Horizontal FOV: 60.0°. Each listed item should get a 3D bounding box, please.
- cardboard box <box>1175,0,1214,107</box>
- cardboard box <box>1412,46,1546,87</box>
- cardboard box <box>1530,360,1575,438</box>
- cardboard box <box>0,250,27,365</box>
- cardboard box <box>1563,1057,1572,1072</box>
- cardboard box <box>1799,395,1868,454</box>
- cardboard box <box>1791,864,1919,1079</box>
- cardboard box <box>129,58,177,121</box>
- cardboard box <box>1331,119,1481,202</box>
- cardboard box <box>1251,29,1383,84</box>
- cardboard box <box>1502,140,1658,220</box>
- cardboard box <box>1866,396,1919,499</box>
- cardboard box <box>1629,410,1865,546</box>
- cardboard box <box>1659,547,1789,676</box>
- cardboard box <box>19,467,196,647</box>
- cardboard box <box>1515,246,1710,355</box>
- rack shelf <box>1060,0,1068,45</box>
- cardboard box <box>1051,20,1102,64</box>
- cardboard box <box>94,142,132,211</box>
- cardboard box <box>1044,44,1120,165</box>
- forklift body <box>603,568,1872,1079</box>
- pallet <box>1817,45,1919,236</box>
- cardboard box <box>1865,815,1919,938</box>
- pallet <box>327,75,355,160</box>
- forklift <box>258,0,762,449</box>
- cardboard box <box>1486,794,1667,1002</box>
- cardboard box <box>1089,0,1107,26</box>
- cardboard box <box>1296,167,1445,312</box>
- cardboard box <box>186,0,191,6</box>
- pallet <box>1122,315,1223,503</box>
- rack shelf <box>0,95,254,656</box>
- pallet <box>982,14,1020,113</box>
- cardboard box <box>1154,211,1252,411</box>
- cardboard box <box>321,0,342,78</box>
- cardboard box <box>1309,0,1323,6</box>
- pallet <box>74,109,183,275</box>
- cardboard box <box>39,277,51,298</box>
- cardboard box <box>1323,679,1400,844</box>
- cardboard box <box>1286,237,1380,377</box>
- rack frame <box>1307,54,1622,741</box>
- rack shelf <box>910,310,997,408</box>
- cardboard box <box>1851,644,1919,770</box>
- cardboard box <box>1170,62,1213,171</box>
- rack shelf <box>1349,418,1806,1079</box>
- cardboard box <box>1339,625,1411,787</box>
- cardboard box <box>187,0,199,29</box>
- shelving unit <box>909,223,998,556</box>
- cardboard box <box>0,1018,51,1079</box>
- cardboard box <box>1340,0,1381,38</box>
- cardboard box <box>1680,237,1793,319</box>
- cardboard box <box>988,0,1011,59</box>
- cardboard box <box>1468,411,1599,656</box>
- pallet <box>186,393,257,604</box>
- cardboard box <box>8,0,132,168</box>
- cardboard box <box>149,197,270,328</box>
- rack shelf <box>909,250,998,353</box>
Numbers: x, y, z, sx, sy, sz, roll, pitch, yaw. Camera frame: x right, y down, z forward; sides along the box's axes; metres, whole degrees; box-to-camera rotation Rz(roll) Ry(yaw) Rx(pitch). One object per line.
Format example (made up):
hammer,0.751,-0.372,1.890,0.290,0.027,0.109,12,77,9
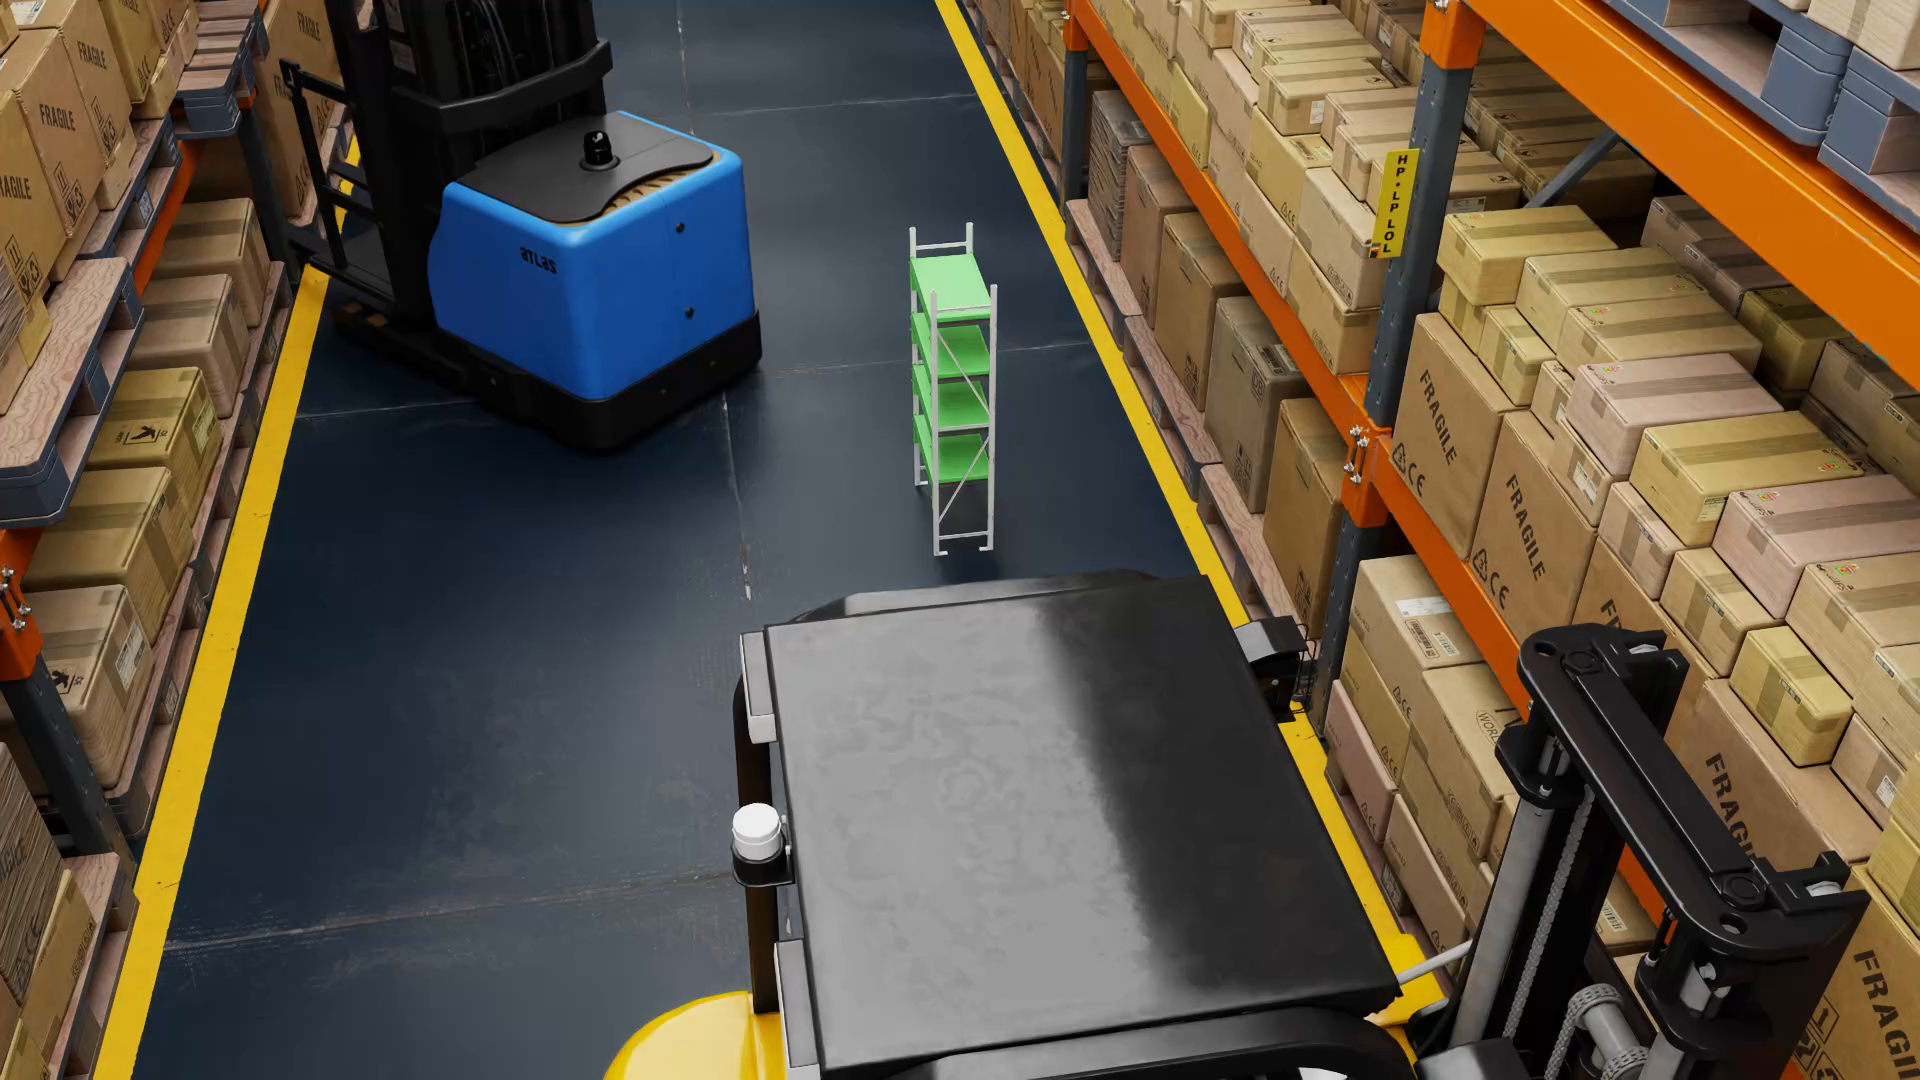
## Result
cardboard box,1.154,-1.905,6.471,0.500,0.250,0.500,-6,38,-7
cardboard box,1.789,-1.573,5.719,0.380,0.149,0.250,-7,38,-8
cardboard box,1.660,-0.335,4.126,0.380,0.149,0.250,-6,38,-8
cardboard box,-2.943,-0.672,4.503,0.500,0.500,0.500,-5,38,-7
cardboard box,1.778,1.391,4.006,0.500,0.250,0.500,-6,38,-8
cardboard box,2.252,-0.240,4.003,0.380,0.149,0.250,-6,38,-8
cardboard box,1.927,0.913,3.049,0.500,0.500,0.500,-7,38,-9
cardboard box,-3.251,-1.726,6.389,0.380,0.149,0.250,-6,38,-7
cardboard box,1.401,-1.203,5.244,0.380,0.149,0.250,-7,38,-9
cardboard box,1.249,-1.666,5.839,0.380,0.149,0.250,-7,38,-9
cardboard box,1.892,-1.102,5.113,0.380,0.149,0.250,-7,38,-9
cardboard box,2.290,-0.206,3.718,0.380,0.149,0.250,-7,38,-9
cardboard box,1.711,-0.138,3.630,0.380,0.149,0.250,-7,38,-9
cardboard box,1.736,0.130,3.527,0.380,0.149,0.250,-7,38,-9
cardboard box,-3.367,0.086,5.993,0.950,0.372,0.625,-4,38,-5
cardboard box,1.659,-0.613,4.242,0.380,0.149,0.250,-6,38,-7
rack shelf,0.691,-3.911,9.926,1.077,0.370,4.000,-6,38,-8
cardboard box,0.706,-2.693,8.938,0.380,0.149,0.250,-8,39,-10
cardboard box,-3.130,-1.260,5.789,0.380,0.149,0.250,-5,38,-6
cardboard box,0.756,-2.398,9.087,0.500,0.500,0.500,-5,38,-7
forklift body,0.315,1.231,3.412,2.313,2.155,1.214,-6,38,-8
pallet,2.128,-0.473,2.541,1.003,0.211,1.213,-6,38,-8
cardboard box,1.858,0.598,2.925,0.380,0.149,0.250,-6,38,-8
pallet,-4.119,-2.569,9.885,1.003,0.211,1.213,-6,38,-8
forklift,-2.391,-2.293,7.313,3.031,2.935,1.130,26,45,29
cardboard box,1.697,0.889,4.244,0.500,0.250,0.500,-5,38,-6
cardboard box,0.879,-2.634,7.817,0.500,0.250,0.500,-6,38,-8
cardboard box,1.405,-0.978,5.279,0.500,0.250,0.500,-7,38,-9
cardboard box,-3.491,-2.529,6.894,0.500,0.500,0.500,-7,38,-9
pallet,1.358,-0.649,7.414,1.003,0.211,1.213,-6,38,-8
rack shelf,-3.494,-0.959,6.126,1.077,0.370,4.000,-6,38,-8
pallet,0.737,-3.076,10.538,1.003,0.211,1.213,-6,38,-8
cardboard box,1.378,-1.037,7.233,0.875,0.625,0.625,-8,39,-10
cardboard box,-4.192,-3.283,9.921,0.875,0.875,0.875,-5,38,-7
cardboard box,1.185,-2.133,6.441,0.380,0.149,0.250,-6,38,-8
pallet,-3.457,-1.184,5.985,1.003,0.211,1.213,-6,38,-8
cardboard box,-3.089,-0.784,5.177,0.380,0.149,0.250,-4,38,-5
cardboard box,1.502,0.677,5.333,0.500,0.250,0.500,-6,38,-7
cardboard box,1.397,-0.788,5.442,0.500,0.250,0.500,-5,38,-7
rack frame,1.743,-0.571,5.040,1.000,3.000,0.127,-6,38,-8
rack shelf,-0.029,-0.713,6.403,0.258,0.148,0.480,-6,38,-8
cardboard box,1.899,0.312,3.050,0.380,0.149,0.250,-6,38,-7
cardboard box,1.148,-1.705,6.623,0.500,0.250,0.500,-5,38,-6
rack shelf,2.093,0.921,3.706,1.077,0.370,4.000,-6,38,-8
cardboard box,1.524,0.477,5.183,0.500,0.250,0.500,-6,38,-8
cardboard box,-3.437,-2.191,6.987,0.380,0.149,0.250,-6,38,-7
shelving unit,-0.029,-0.574,6.511,0.258,1.200,0.503,-6,38,-8
cardboard box,-2.672,1.534,4.230,0.500,0.250,0.500,-7,38,-9
cardboard box,1.671,-2.028,6.305,0.380,0.149,0.250,-6,38,-8
cardboard box,2.099,-0.668,4.312,0.380,0.149,0.250,-7,38,-9
cardboard box,0.474,-3.329,10.285,0.500,0.500,0.500,-8,38,-10
cardboard box,1.671,-0.002,4.226,0.500,0.500,0.500,-6,38,-7
pallet,-3.499,-0.142,6.761,1.003,0.211,1.213,-6,38,-8
cardboard box,-3.206,-1.583,5.677,0.500,0.500,0.500,-8,39,-10
cardboard box,-3.755,-1.237,7.697,0.950,0.372,0.625,-9,39,-11
rack shelf,-0.029,-0.902,6.255,0.258,0.148,0.480,-6,38,-8
